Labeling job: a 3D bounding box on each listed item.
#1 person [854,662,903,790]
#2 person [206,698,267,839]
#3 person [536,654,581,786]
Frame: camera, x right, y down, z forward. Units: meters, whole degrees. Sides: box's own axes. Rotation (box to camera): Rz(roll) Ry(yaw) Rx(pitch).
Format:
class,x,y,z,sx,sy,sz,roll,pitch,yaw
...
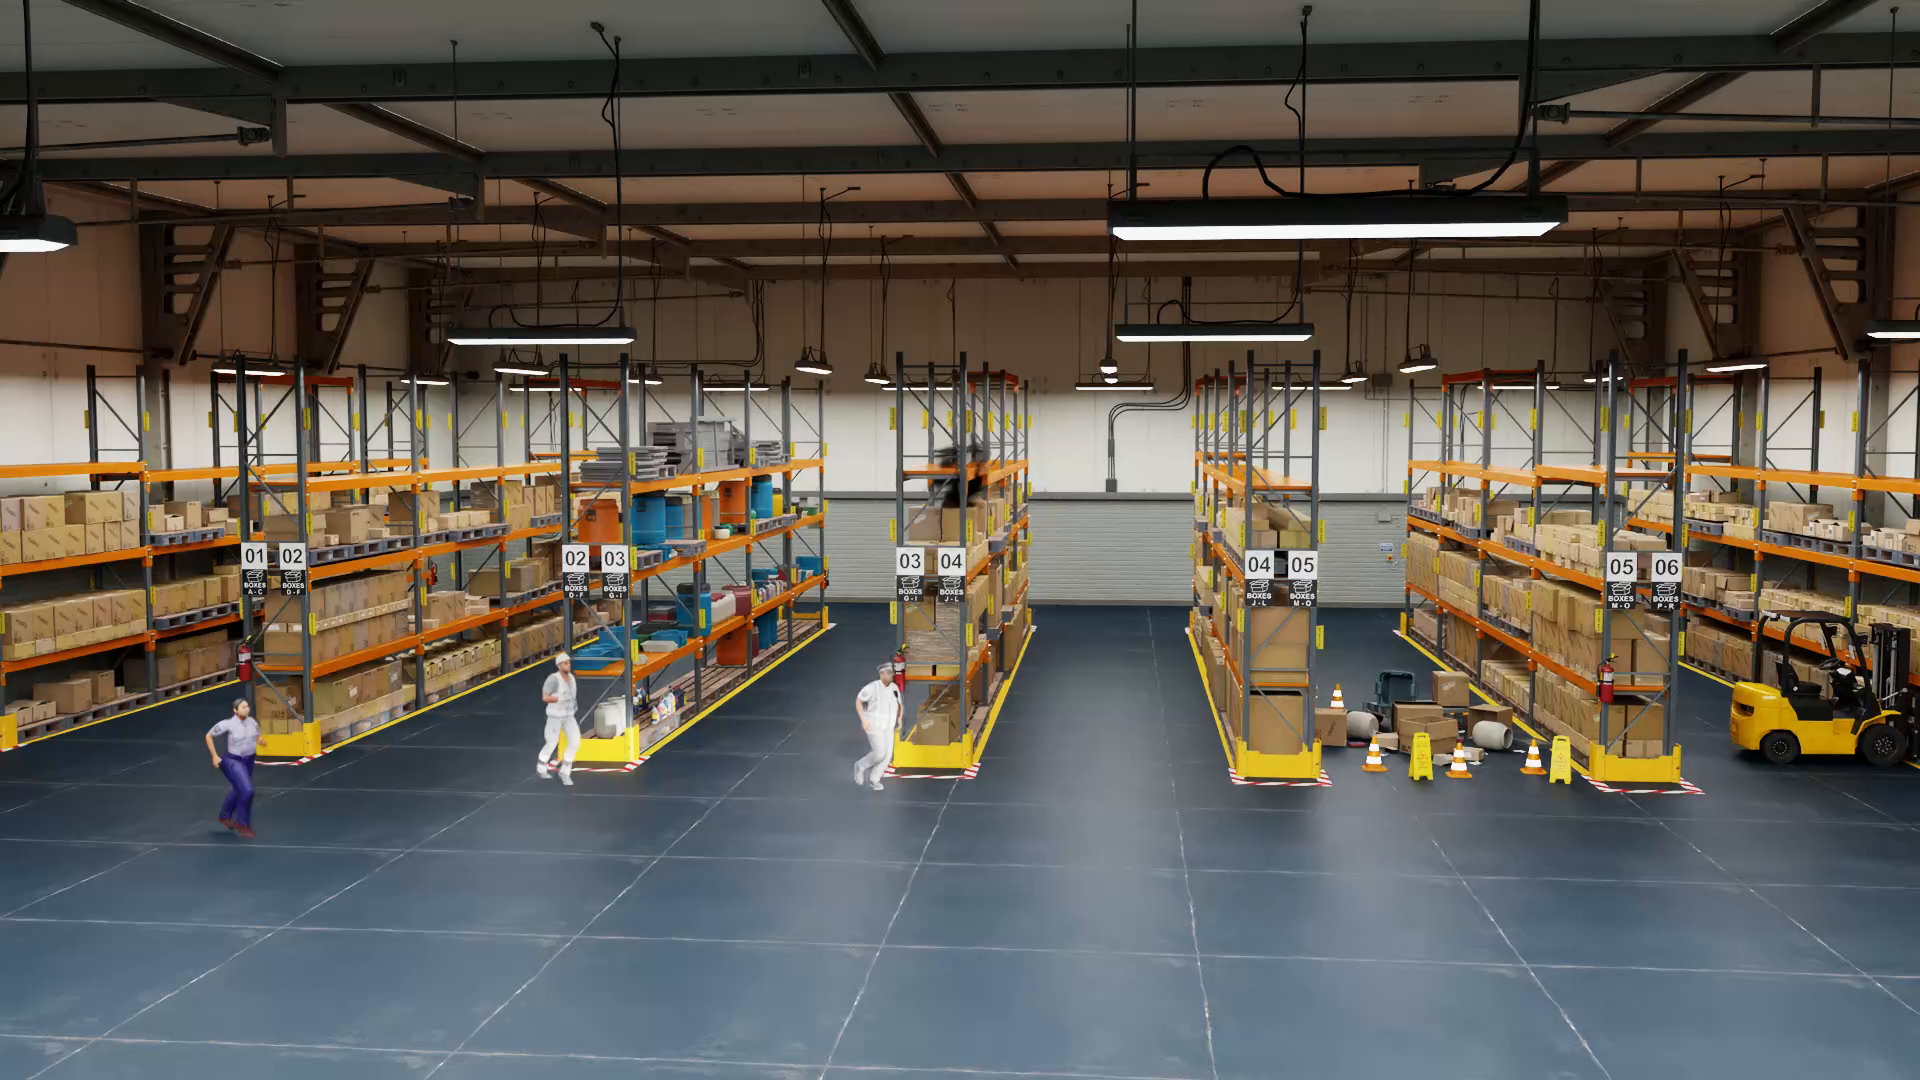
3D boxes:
class,x,y,z,sx,sy,sz,roll,pitch,yaw
person,-1.062,2.526,22.778,0.703,1.721,0.552,-4,5,-42
person,-8.721,2.758,20.138,0.806,1.706,0.570,1,4,20
person,-5.512,2.486,23.031,0.755,1.836,0.653,3,5,40
